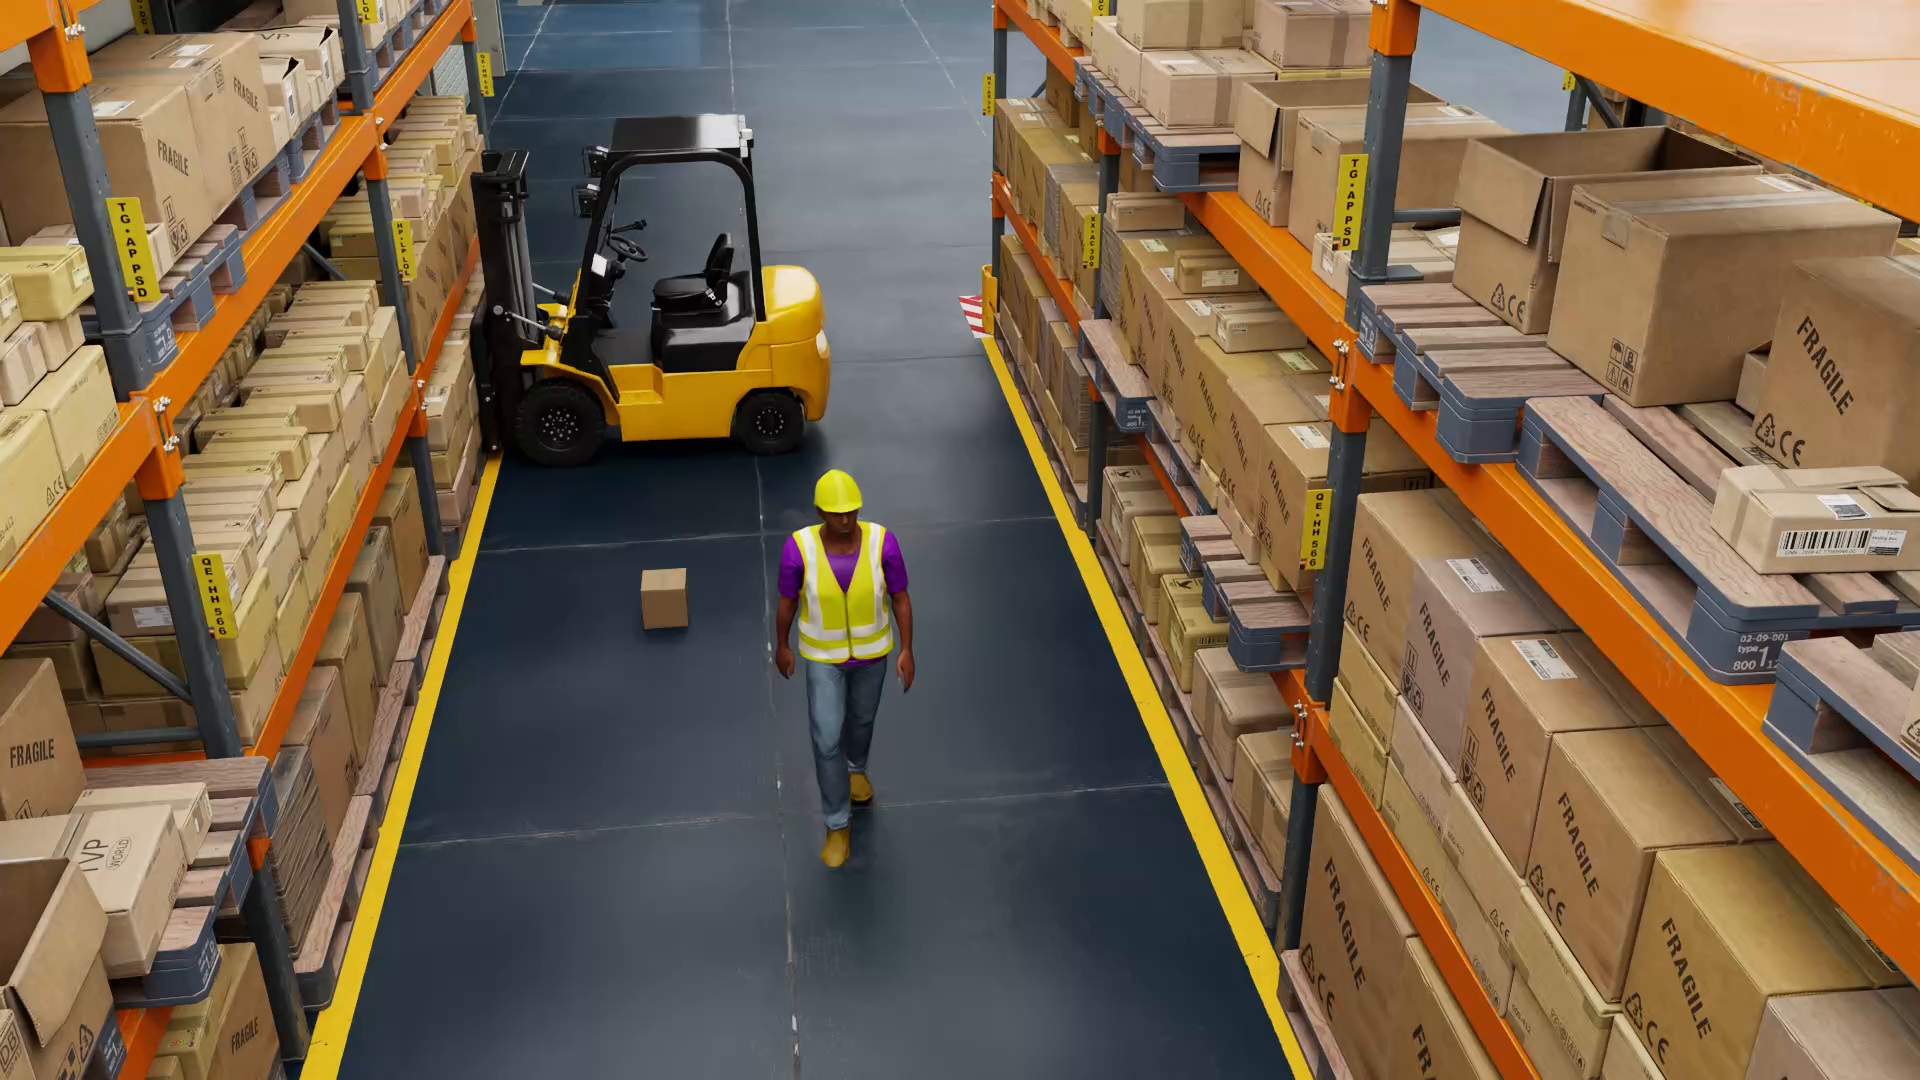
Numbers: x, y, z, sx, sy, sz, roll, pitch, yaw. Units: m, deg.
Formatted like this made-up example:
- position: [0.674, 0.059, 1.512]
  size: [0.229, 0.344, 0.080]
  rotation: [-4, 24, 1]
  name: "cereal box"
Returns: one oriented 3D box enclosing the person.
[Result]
- position: [-0.506, 0.549, 7.530]
  size: [0.611, 1.807, 0.716]
  rotation: [-7, 28, -13]
  name: "person"
